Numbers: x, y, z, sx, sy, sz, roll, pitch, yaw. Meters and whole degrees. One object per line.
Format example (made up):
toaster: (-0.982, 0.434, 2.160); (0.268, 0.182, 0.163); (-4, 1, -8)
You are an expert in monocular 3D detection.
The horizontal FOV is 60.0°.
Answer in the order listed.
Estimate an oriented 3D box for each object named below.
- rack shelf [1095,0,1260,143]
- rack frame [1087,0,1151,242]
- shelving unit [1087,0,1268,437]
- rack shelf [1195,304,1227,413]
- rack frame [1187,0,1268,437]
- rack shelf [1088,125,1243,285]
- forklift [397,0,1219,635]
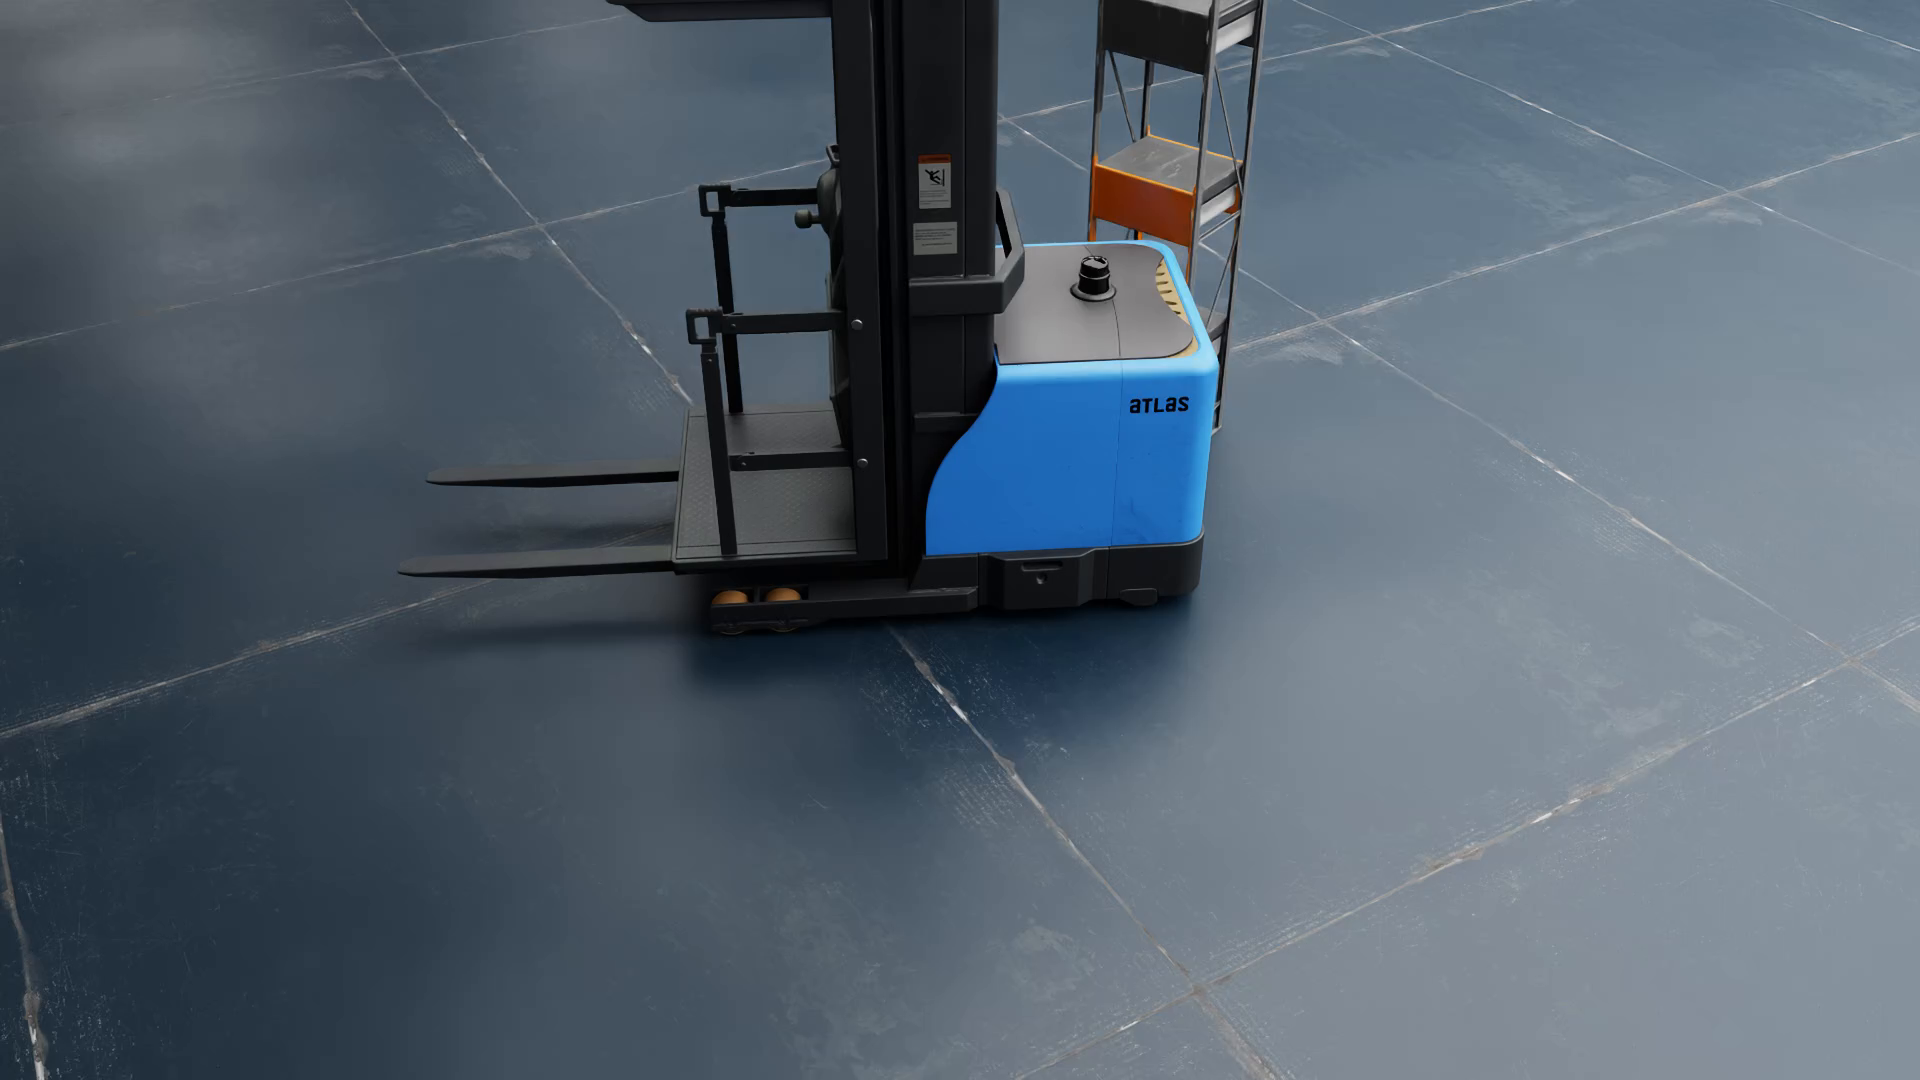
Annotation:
rack shelf: (0.846, -1.898, 6.405); (0.480, 0.518, 0.431); (25, 43, 30)
rack frame: (0.654, -1.433, 6.932); (0.015, 2.100, 0.400); (25, 43, 30)
shelving unit: (0.846, -1.345, 6.810); (0.503, 2.100, 0.431); (25, 43, 30)
rack shelf: (0.847, -0.769, 7.232); (0.480, 0.518, 0.431); (25, 43, 30)
rack frame: (1.039, -1.256, 6.689); (0.015, 2.100, 0.400); (25, 43, 30)
rack shelf: (0.846, -1.334, 6.818); (0.480, 0.518, 0.431); (25, 43, 30)
forklift: (-0.621, -1.153, 5.844); (3.031, 2.935, 1.130); (-3, 36, -4)
